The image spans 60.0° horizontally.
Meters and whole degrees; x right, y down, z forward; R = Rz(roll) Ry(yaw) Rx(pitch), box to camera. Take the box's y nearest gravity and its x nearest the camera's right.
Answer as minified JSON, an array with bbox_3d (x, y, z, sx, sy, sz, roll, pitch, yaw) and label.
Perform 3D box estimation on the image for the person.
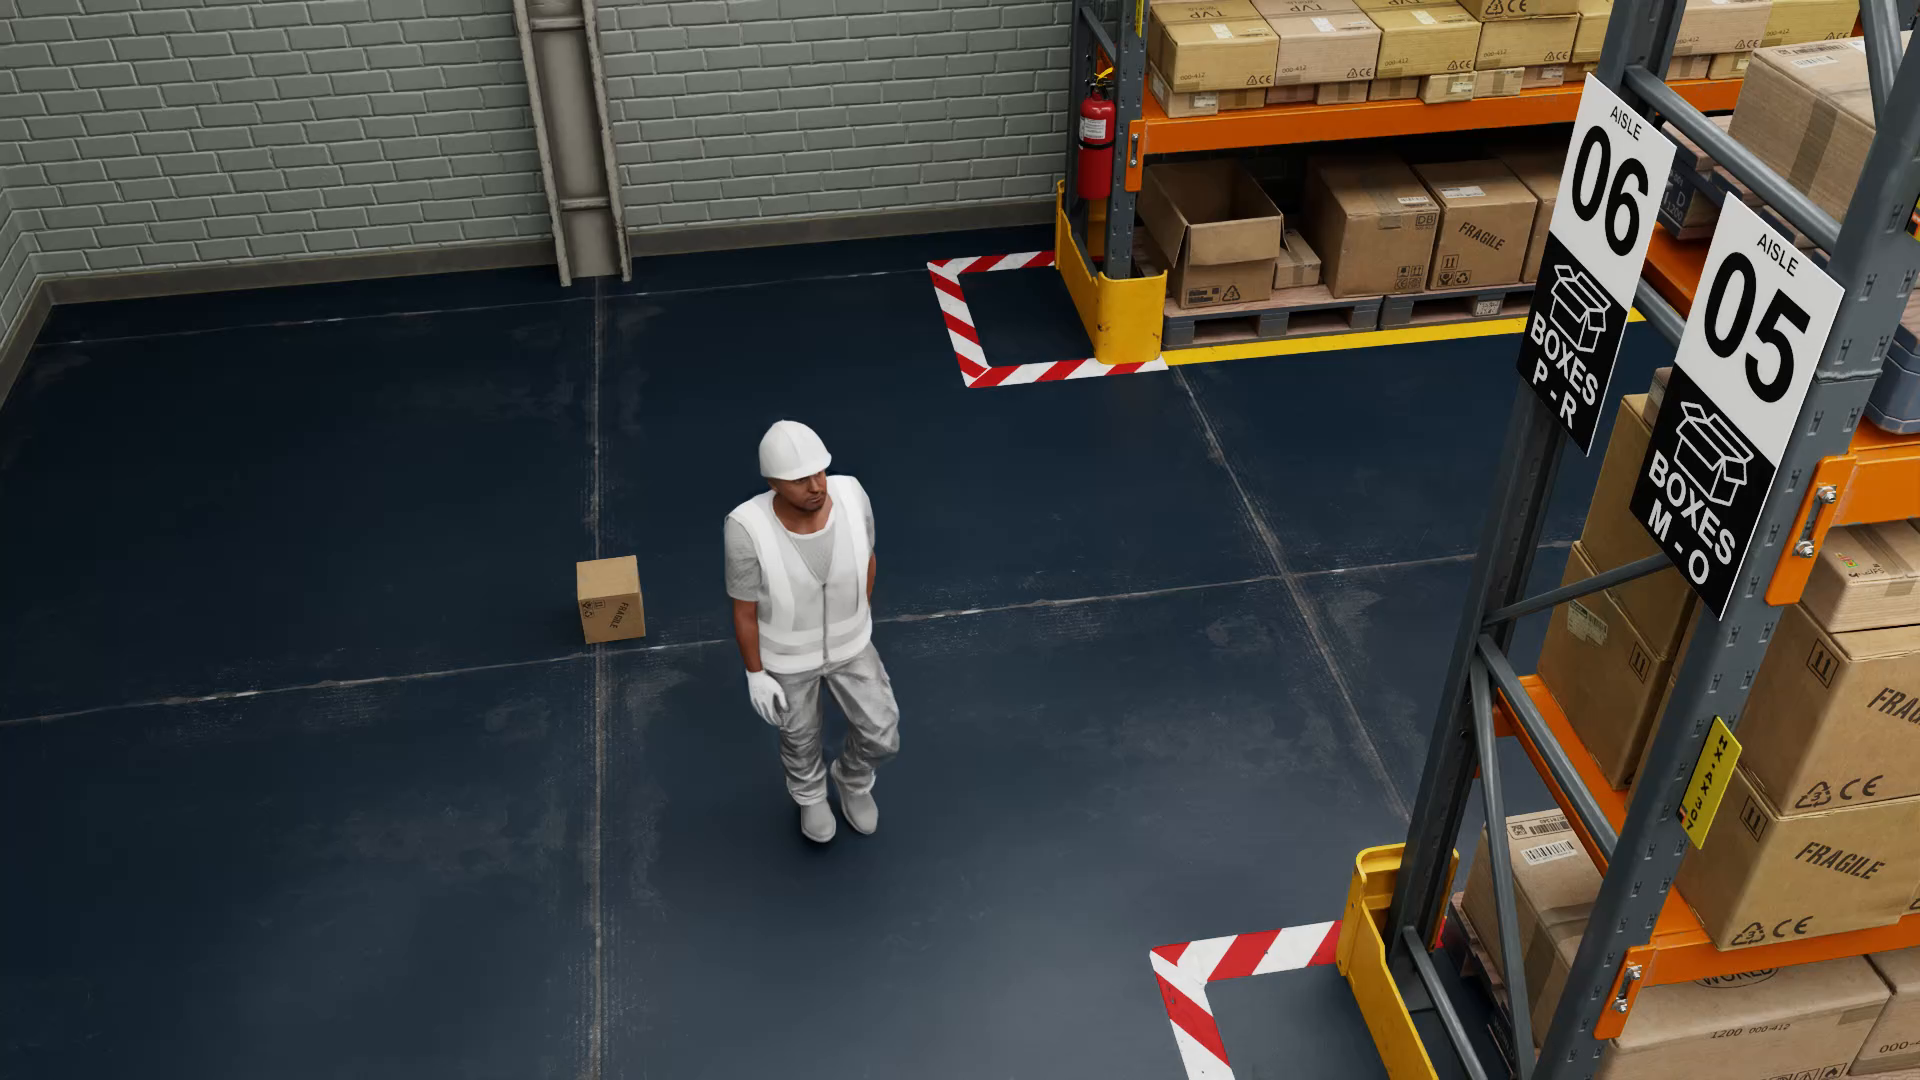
[{"bbox_3d":[-0.485,0.390,5.626,0.544,1.812,0.455,-16,41,-19],"label":"person"}]
